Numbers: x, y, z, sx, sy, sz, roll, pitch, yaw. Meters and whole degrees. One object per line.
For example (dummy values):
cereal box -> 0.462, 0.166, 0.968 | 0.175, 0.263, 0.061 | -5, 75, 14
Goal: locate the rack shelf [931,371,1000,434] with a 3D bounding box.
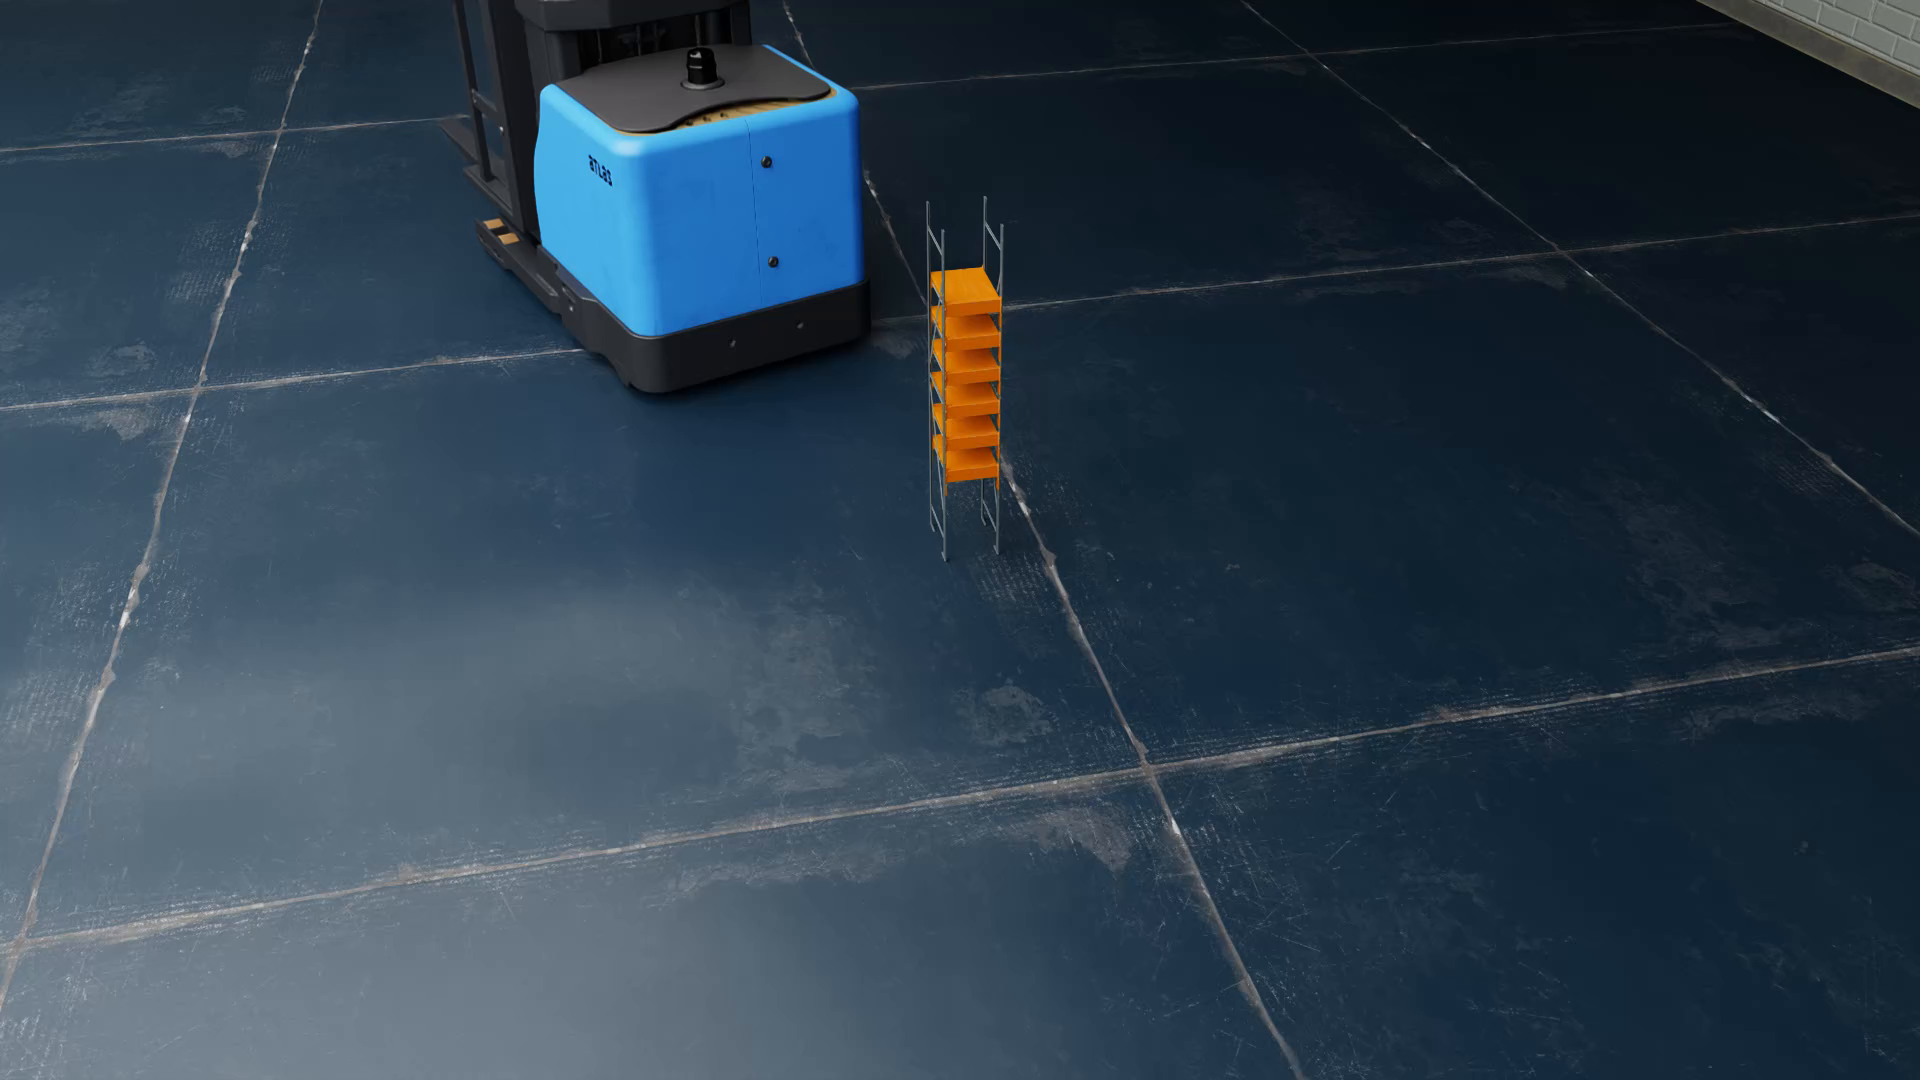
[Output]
rack shelf -> 0.014, -0.463, 5.443 | 0.180, 0.103, 0.258 | -7, 35, -11

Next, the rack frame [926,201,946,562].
rack frame -> -0.075, -0.489, 5.402 | 0.006, 1.200, 0.240 | -7, 35, -11

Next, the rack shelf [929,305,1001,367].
rack shelf -> 0.014, -0.662, 5.309 | 0.180, 0.103, 0.258 | -7, 35, -11

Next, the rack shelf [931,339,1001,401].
rack shelf -> 0.014, -0.563, 5.376 | 0.180, 0.103, 0.258 | -7, 35, -11

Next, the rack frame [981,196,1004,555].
rack frame -> 0.103, -0.511, 5.435 | 0.006, 1.200, 0.240 | -7, 35, -11

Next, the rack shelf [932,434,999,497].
rack shelf -> 0.014, -0.264, 5.577 | 0.180, 0.103, 0.258 | -7, 35, -11

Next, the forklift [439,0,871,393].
forklift -> -1.585, -2.574, 6.956 | 1.130, 2.935, 3.031 | -20, 39, -26

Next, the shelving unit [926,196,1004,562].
shelving unit -> 0.014, -0.500, 5.418 | 0.189, 1.200, 0.258 | -7, 35, -11

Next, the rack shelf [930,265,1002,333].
rack shelf -> 0.014, -0.762, 5.242 | 0.180, 0.103, 0.258 | -7, 35, -11

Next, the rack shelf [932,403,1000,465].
rack shelf -> 0.014, -0.363, 5.510 | 0.180, 0.103, 0.258 | -7, 35, -11
